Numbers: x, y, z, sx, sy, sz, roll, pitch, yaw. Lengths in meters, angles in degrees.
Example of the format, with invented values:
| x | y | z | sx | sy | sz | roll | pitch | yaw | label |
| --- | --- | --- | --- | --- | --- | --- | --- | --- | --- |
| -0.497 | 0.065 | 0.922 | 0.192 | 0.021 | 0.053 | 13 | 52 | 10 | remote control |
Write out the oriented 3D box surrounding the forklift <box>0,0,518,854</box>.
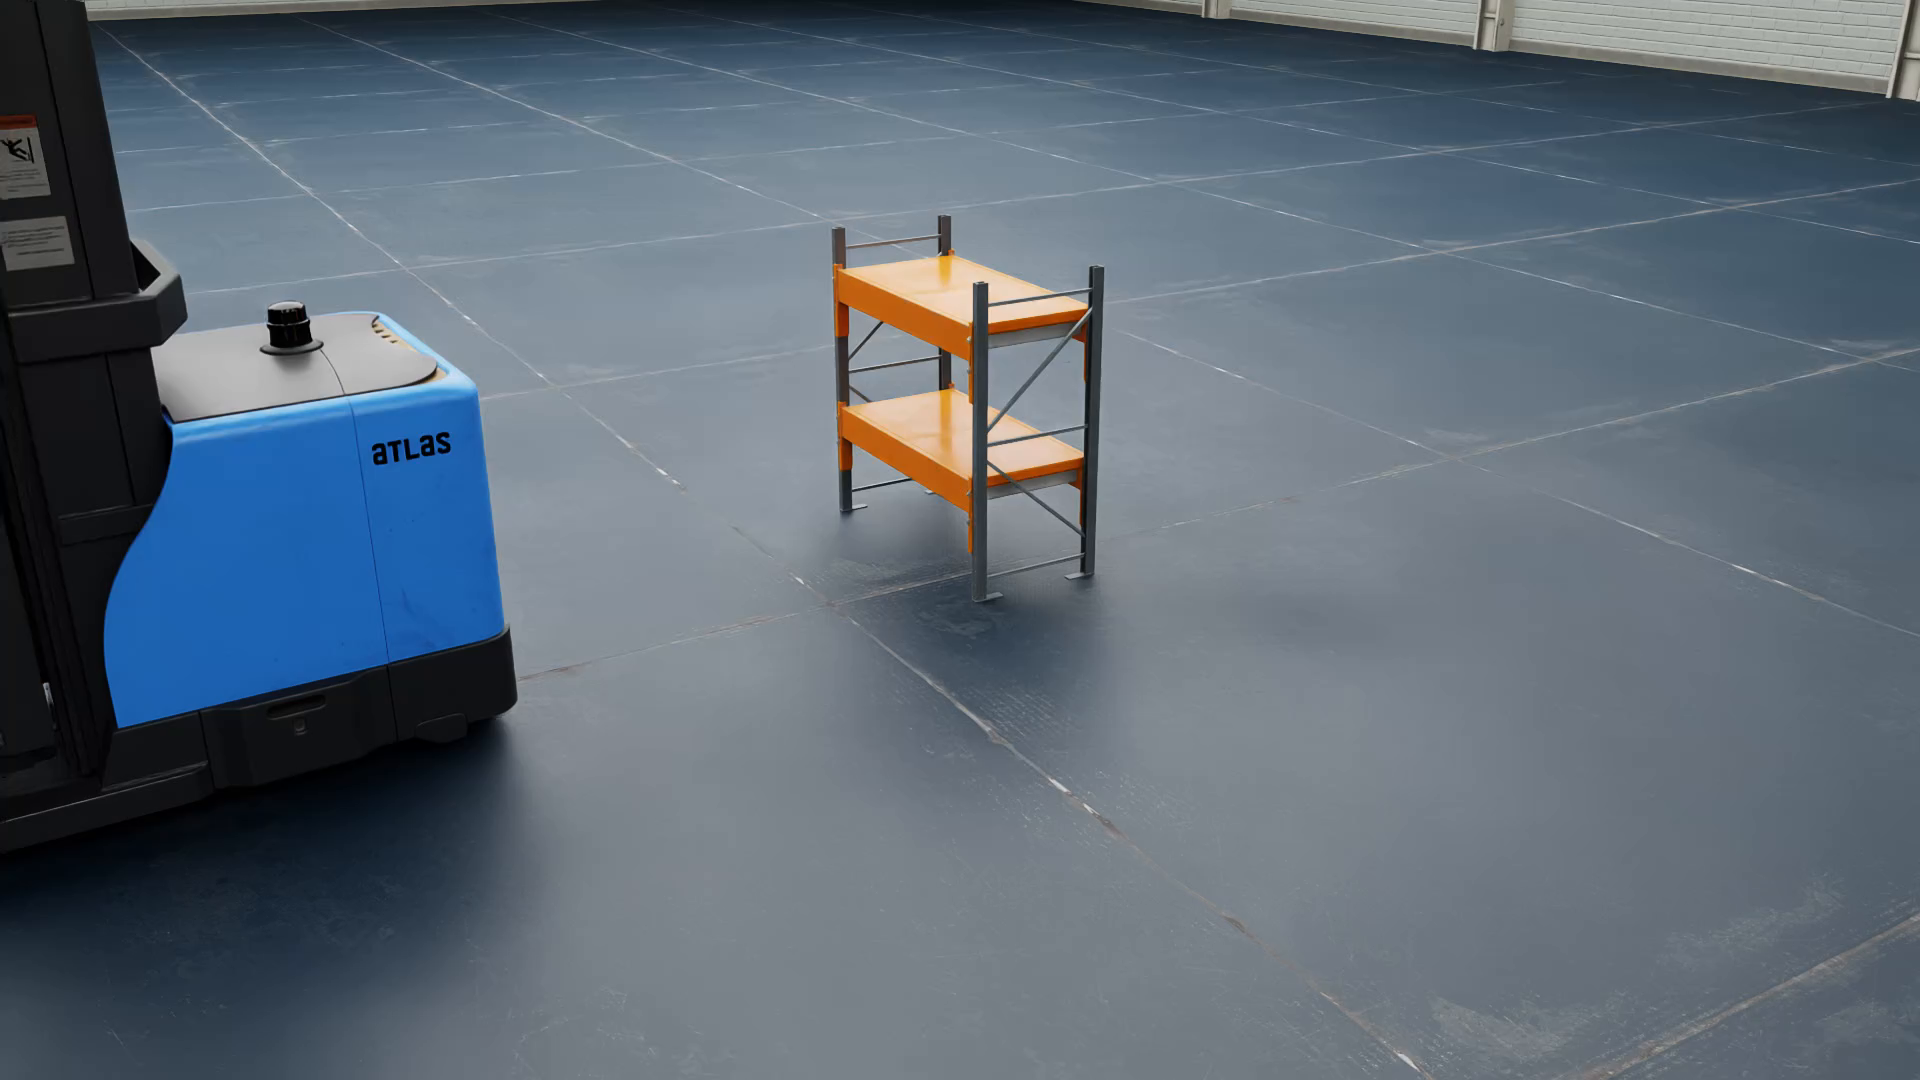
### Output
| x | y | z | sx | sy | sz | roll | pitch | yaw | label |
| --- | --- | --- | --- | --- | --- | --- | --- | --- | --- |
| -2.829 | -0.650 | 4.017 | 3.031 | 2.935 | 1.130 | -14 | 26 | -30 | forklift |

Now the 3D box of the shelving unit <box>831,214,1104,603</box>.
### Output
| x | y | z | sx | sy | sz | roll | pitch | yaw | label |
| --- | --- | --- | --- | --- | --- | --- | --- | --- | --- |
| 0.003 | -0.519 | 6.094 | 0.538 | 1.125 | 1.048 | -13 | 25 | -28 | shelving unit |

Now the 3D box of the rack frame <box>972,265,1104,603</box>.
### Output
| x | y | z | sx | sy | sz | roll | pitch | yaw | label |
| --- | --- | --- | --- | --- | --- | --- | --- | --- | --- |
| 0.263 | -0.354 | 5.689 | 0.500 | 1.125 | 0.032 | -13 | 25 | -28 | rack frame |

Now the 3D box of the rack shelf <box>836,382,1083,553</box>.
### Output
| x | y | z | sx | sy | sz | roll | pitch | yaw | label |
| --- | --- | --- | --- | --- | --- | --- | --- | --- | --- |
| 0.003 | -0.292 | 6.186 | 0.538 | 0.278 | 1.000 | -13 | 25 | -28 | rack shelf |

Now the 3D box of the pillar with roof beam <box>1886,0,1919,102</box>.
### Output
| x | y | z | sx | sy | sz | roll | pitch | yaw | label |
| --- | --- | --- | --- | --- | --- | --- | --- | --- | --- |
| 6.704 | -8.170 | 14.461 | 9.100 | 9.000 | 0.400 | -13 | 25 | -28 | pillar with roof beam |

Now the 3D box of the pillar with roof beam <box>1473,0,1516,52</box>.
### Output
| x | y | z | sx | sy | sz | roll | pitch | yaw | label |
| --- | --- | --- | --- | --- | --- | --- | --- | --- | --- |
| 3.639 | -10.112 | 19.239 | 9.100 | 9.000 | 0.400 | -13 | 25 | -28 | pillar with roof beam |

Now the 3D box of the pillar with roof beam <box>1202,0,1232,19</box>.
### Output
| x | y | z | sx | sy | sz | roll | pitch | yaw | label |
| --- | --- | --- | --- | --- | --- | --- | --- | --- | --- |
| 0.574 | -12.054 | 24.018 | 9.100 | 9.000 | 0.400 | -13 | 25 | -28 | pillar with roof beam |

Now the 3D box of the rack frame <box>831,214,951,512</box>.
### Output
| x | y | z | sx | sy | sz | roll | pitch | yaw | label |
| --- | --- | --- | --- | --- | --- | --- | --- | --- | --- |
| -0.256 | -0.683 | 6.499 | 0.500 | 1.125 | 0.032 | -13 | 25 | -28 | rack frame |

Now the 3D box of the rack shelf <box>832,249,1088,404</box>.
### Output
| x | y | z | sx | sy | sz | roll | pitch | yaw | label |
| --- | --- | --- | --- | --- | --- | --- | --- | --- | --- |
| 0.003 | -0.790 | 5.984 | 0.538 | 0.278 | 1.000 | -13 | 25 | -28 | rack shelf |
